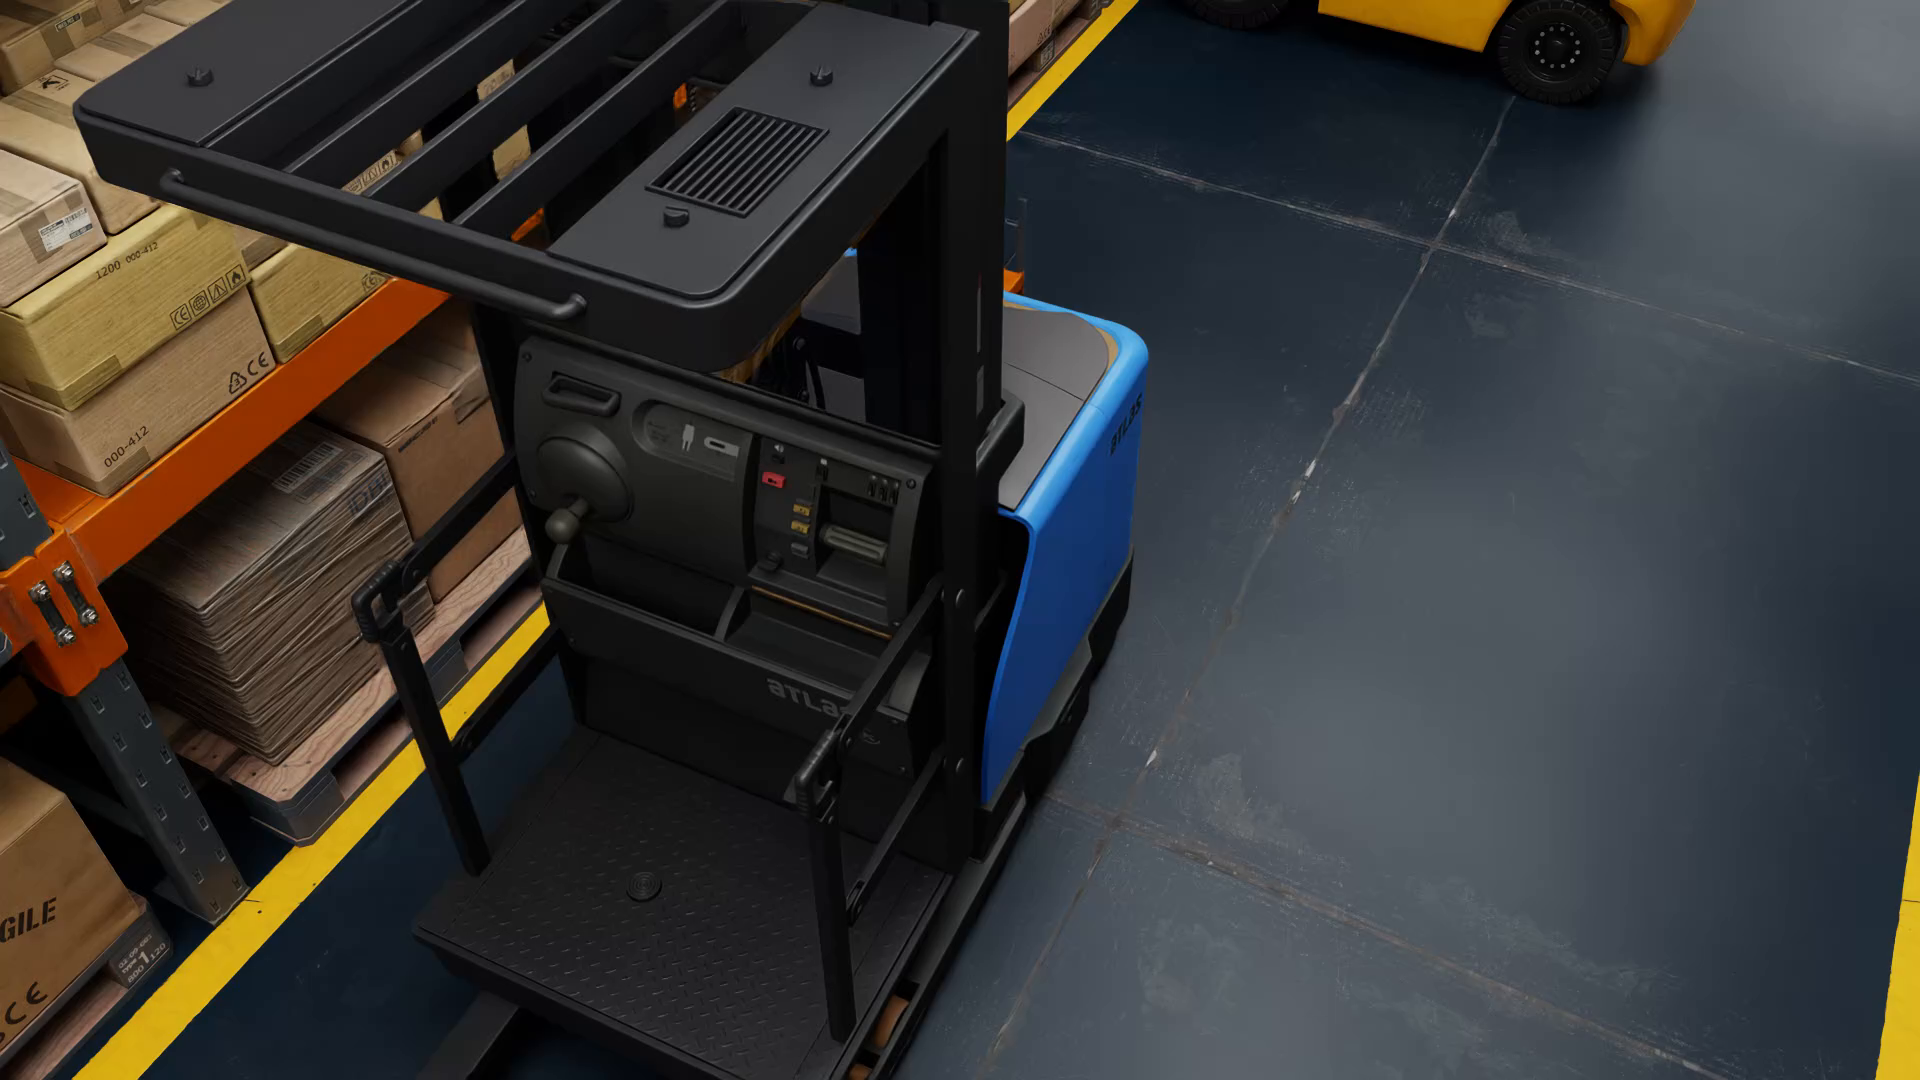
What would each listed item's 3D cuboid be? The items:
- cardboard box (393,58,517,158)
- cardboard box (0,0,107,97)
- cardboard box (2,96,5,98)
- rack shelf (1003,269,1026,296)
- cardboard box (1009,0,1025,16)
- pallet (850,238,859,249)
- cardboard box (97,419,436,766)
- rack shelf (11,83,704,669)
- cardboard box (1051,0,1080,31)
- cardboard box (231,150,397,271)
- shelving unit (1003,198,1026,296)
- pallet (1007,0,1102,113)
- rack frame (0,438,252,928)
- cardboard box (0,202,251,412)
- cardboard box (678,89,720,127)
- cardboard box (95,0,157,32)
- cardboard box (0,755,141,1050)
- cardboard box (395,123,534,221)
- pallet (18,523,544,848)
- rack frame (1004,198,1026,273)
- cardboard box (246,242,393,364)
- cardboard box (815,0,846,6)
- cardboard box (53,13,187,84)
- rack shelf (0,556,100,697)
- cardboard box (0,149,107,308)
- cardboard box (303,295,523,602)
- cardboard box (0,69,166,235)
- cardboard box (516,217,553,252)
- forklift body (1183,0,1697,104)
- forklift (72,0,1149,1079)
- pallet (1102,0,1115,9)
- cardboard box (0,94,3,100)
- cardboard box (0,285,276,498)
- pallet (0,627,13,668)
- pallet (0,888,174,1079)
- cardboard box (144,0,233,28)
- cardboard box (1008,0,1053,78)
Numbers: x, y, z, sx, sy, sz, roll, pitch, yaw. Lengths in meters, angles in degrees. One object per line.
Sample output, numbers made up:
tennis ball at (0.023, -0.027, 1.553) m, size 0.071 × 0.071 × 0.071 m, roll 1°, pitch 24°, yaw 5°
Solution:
cardboard box at (-1.407, -1.224, 4.105) m, size 0.500 × 0.250 × 0.500 m, roll 19°, pitch 48°, yaw 18°
cardboard box at (-2.154, -1.143, 3.744) m, size 0.380 × 0.149 × 0.250 m, roll 20°, pitch 49°, yaw 19°
cardboard box at (-2.124, -1.084, 3.966) m, size 0.500 × 0.250 × 0.500 m, roll 21°, pitch 49°, yaw 19°
rack shelf at (0.029, -0.691, 4.645) m, size 0.258 × 0.103 × 0.180 m, roll 19°, pitch 48°, yaw 18°
cardboard box at (0.033, -2.343, 6.743) m, size 0.500 × 0.250 × 0.500 m, roll 20°, pitch 49°, yaw 19°
pallet at (-0.773, -1.326, 6.412) m, size 1.003 × 0.211 × 1.213 m, roll 20°, pitch 49°, yaw 19°
cardboard box at (-2.020, 0.035, 4.480) m, size 0.875 × 0.625 × 0.625 m, roll 22°, pitch 49°, yaw 20°
rack shelf at (-1.394, -1.270, 4.902) m, size 1.077 × 0.370 × 4.000 m, roll 20°, pitch 49°, yaw 19°
cardboard box at (0.275, -2.485, 7.235) m, size 0.500 × 0.250 × 0.500 m, roll 19°, pitch 48°, yaw 18°
cardboard box at (-1.666, -0.900, 3.785) m, size 0.500 × 0.250 × 0.500 m, roll 22°, pitch 49°, yaw 20°
shelving unit at (0.029, -0.469, 4.870) m, size 0.258 × 1.200 × 0.189 m, roll 19°, pitch 48°, yaw 18°
pallet at (-0.059, -2.290, 7.365) m, size 1.003 × 0.211 × 1.213 m, roll 20°, pitch 49°, yaw 19°
rack frame at (-2.322, -0.263, 3.401) m, size 1.000 × 3.000 × 0.127 m, roll 20°, pitch 49°, yaw 19°
cardboard box at (-1.878, -0.577, 3.465) m, size 0.500 × 0.250 × 0.500 m, roll 20°, pitch 49°, yaw 19°
cardboard box at (-1.065, -1.277, 5.778) m, size 0.875 × 0.625 × 0.625 m, roll 20°, pitch 49°, yaw 19°
cardboard box at (-2.101, -1.321, 3.920) m, size 0.380 × 0.149 × 0.250 m, roll 20°, pitch 49°, yaw 18°
cardboard box at (-2.328, 0.805, 3.808) m, size 0.500 × 0.500 × 0.500 m, roll 22°, pitch 49°, yaw 20°
cardboard box at (-1.429, -1.051, 4.286) m, size 0.500 × 0.250 × 0.500 m, roll 19°, pitch 48°, yaw 18°
pallet at (-1.905, 0.211, 4.893) m, size 1.003 × 0.211 × 1.213 m, roll 20°, pitch 49°, yaw 19°
rack frame at (0.068, -0.528, 4.928) m, size 0.240 × 1.200 × 0.006 m, roll 19°, pitch 48°, yaw 18°
cardboard box at (-1.662, -0.725, 3.963) m, size 0.500 × 0.250 × 0.500 m, roll 19°, pitch 48°, yaw 18°
cardboard box at (-0.698, -1.764, 6.258) m, size 0.875 × 0.625 × 0.625 m, roll 23°, pitch 50°, yaw 21°
cardboard box at (-1.694, -0.969, 3.572) m, size 0.380 × 0.149 × 0.250 m, roll 22°, pitch 49°, yaw 20°
rack shelf at (-3.251, 1.250, 2.412) m, size 1.077 × 0.370 × 4.000 m, roll 20°, pitch 49°, yaw 19°
cardboard box at (-1.913, -0.630, 3.237) m, size 0.380 × 0.149 × 0.250 m, roll 22°, pitch 49°, yaw 20°
cardboard box at (-1.724, -0.379, 4.890) m, size 0.875 × 0.625 × 0.625 m, roll 22°, pitch 49°, yaw 20°
cardboard box at (-1.791, -0.799, 3.404) m, size 0.380 × 0.149 × 0.250 m, roll 21°, pitch 49°, yaw 20°
cardboard box at (-1.412, -0.803, 5.309) m, size 0.875 × 0.625 × 0.625 m, roll 19°, pitch 48°, yaw 17°
forklift body at (2.127, -3.208, 6.908) m, size 2.313 × 2.155 × 1.214 m, roll 20°, pitch 49°, yaw 19°
forklift at (-0.590, -0.015, 3.204) m, size 1.130 × 2.935 × 3.031 m, roll 19°, pitch 48°, yaw 18°
pallet at (0.506, -3.062, 8.127) m, size 1.003 × 0.211 × 1.213 m, roll 20°, pitch 49°, yaw 19°
cardboard box at (-2.328, -1.000, 3.603) m, size 0.380 × 0.149 × 0.250 m, roll 22°, pitch 49°, yaw 20°
cardboard box at (-1.900, -0.409, 3.651) m, size 0.500 × 0.250 × 0.500 m, roll 21°, pitch 49°, yaw 19°
pallet at (-2.575, 0.254, 3.025) m, size 1.213 × 0.211 × 1.003 m, roll 20°, pitch 49°, yaw 19°
pallet at (-2.702, 1.175, 3.941) m, size 1.003 × 0.211 × 1.213 m, roll 20°, pitch 49°, yaw 19°
cardboard box at (-1.584, -1.138, 3.739) m, size 0.380 × 0.149 × 0.250 m, roll 21°, pitch 49°, yaw 19°
cardboard box at (0.053, -2.160, 6.913) m, size 0.500 × 0.250 × 0.500 m, roll 21°, pitch 49°, yaw 19°
